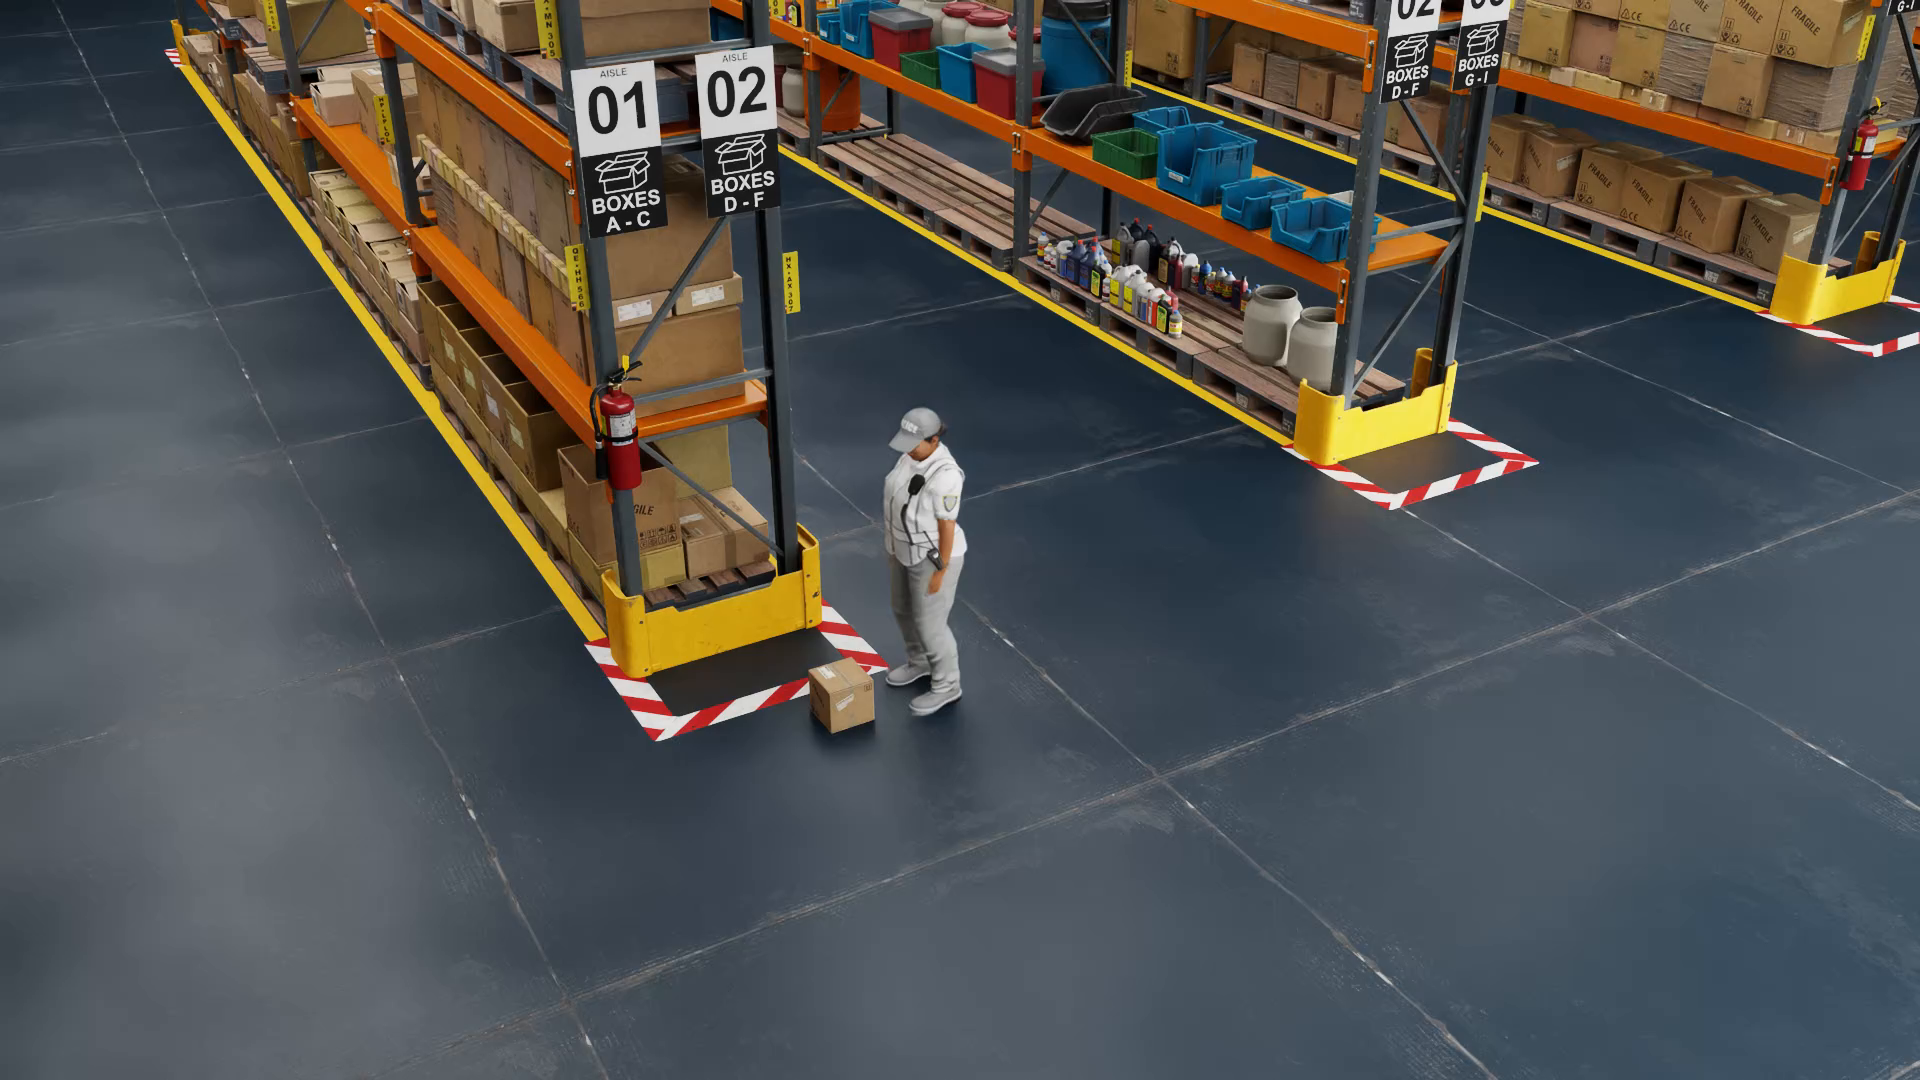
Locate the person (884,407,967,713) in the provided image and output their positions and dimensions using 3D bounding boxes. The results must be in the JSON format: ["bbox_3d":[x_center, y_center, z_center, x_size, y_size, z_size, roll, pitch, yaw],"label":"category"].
[{"bbox_3d":[-0.178,0.086,8.415,0.389,1.657,0.473,-15,33,-25],"label":"person"}]
